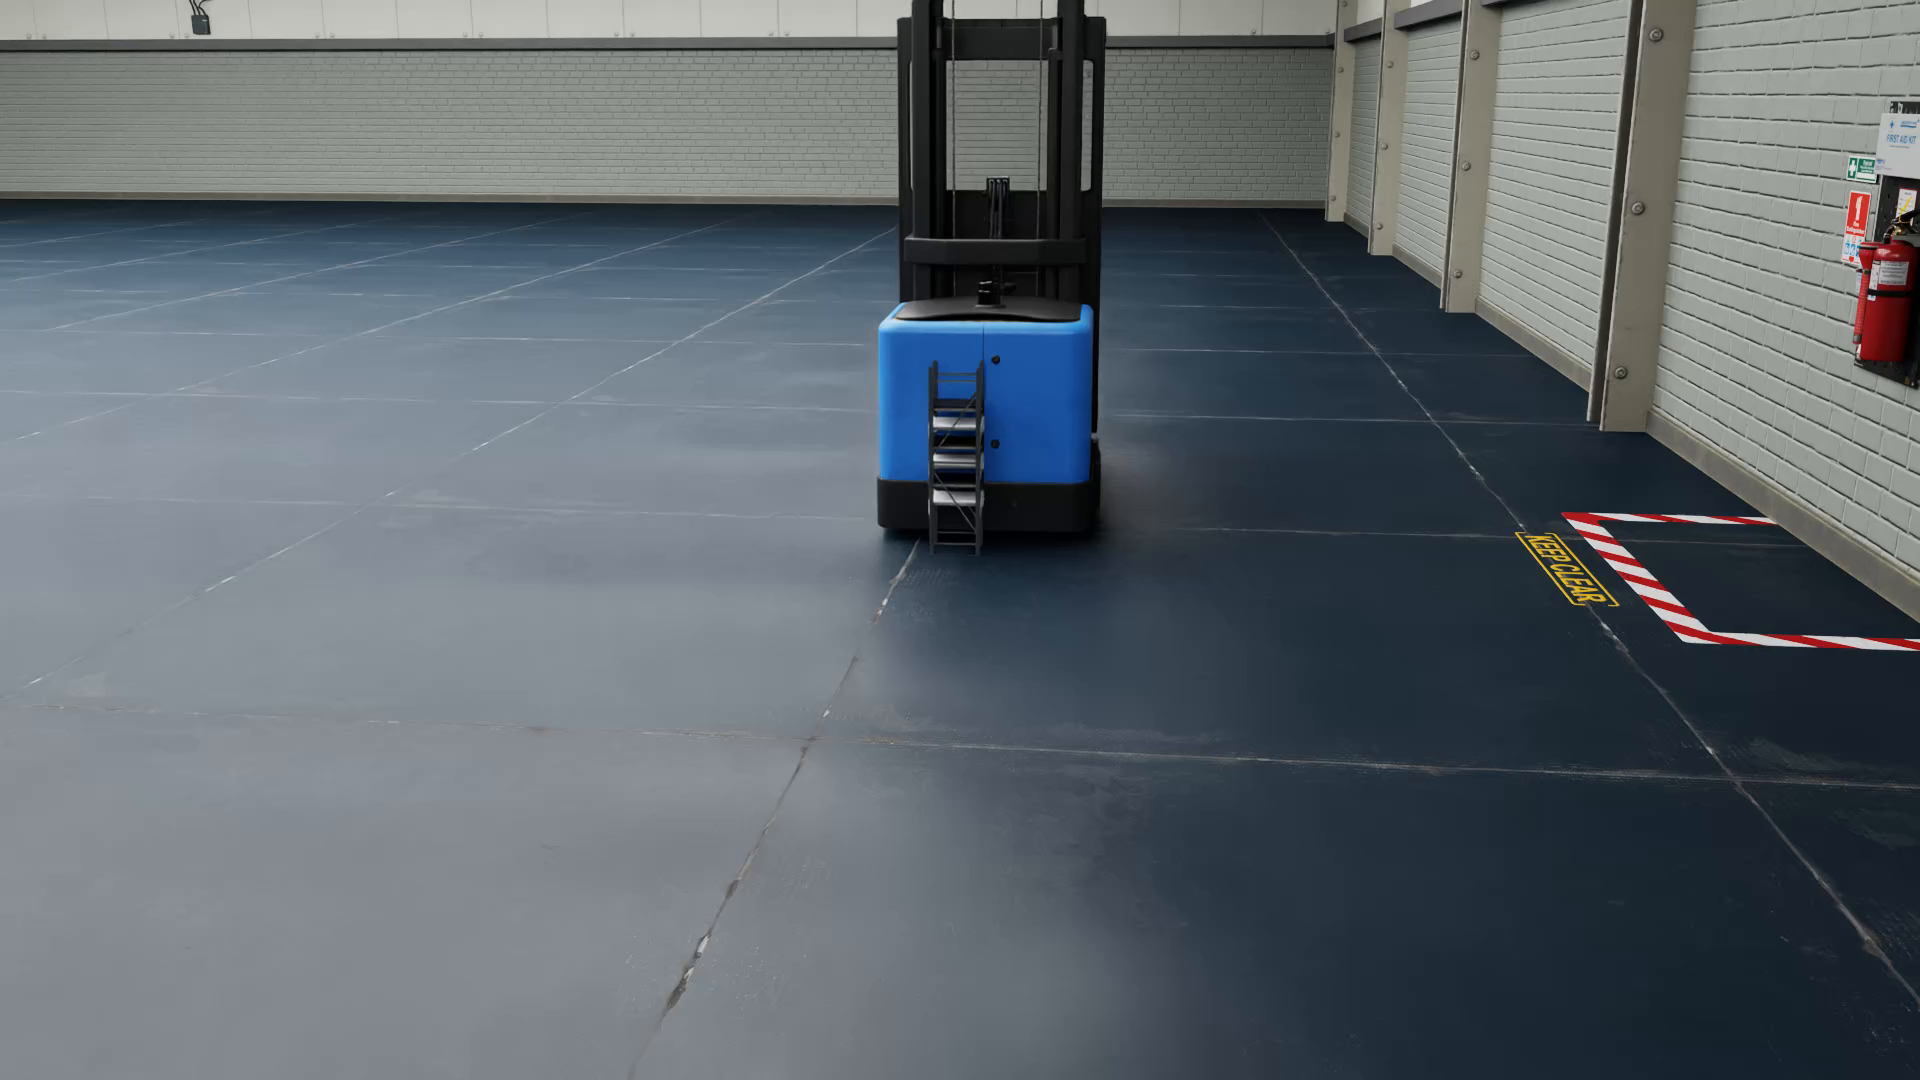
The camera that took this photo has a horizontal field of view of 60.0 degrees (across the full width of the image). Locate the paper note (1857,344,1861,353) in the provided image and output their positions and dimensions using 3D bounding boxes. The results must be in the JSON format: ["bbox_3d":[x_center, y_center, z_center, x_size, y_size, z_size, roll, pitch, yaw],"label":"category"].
[{"bbox_3d":[4.062,-0.903,7.444,0.016,0.148,0.142,2,15,6],"label":"paper note"}]

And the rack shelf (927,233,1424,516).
[{"bbox_3d":[3.845,-2.413,16.559,6.446,0.275,18.649,1,15,5],"label":"rack shelf"}]

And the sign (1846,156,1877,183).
[{"bbox_3d":[4.129,-1.697,7.609,0.001,0.109,0.331,2,15,6],"label":"sign"}]

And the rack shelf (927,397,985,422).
[{"bbox_3d":[-0.017,-0.612,7.795,0.258,0.077,0.200,1,15,5],"label":"rack shelf"}]

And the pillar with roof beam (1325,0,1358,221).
[{"bbox_3d":[2.087,-9.892,27.507,9.100,9.000,0.400,2,15,6],"label":"pillar with roof beam"}]

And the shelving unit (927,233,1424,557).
[{"bbox_3d":[3.845,-2.714,16.476,6.446,0.900,18.654,1,15,5],"label":"shelving unit"}]

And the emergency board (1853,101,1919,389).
[{"bbox_3d":[3.973,-1.285,7.167,0.194,1.169,0.643,2,15,6],"label":"emergency board"}]

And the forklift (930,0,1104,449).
[{"bbox_3d":[0.241,-1.784,9.143,1.121,2.935,3.031,1,15,5],"label":"forklift"}]

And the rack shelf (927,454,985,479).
[{"bbox_3d":[-0.017,-0.352,7.866,0.258,0.077,0.200,1,15,5],"label":"rack shelf"}]

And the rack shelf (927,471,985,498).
[{"bbox_3d":[-0.017,-0.265,7.889,0.258,0.077,0.200,1,15,5],"label":"rack shelf"}]

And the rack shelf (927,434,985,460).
[{"bbox_3d":[-0.017,-0.438,7.842,0.258,0.077,0.200,1,15,5],"label":"rack shelf"}]

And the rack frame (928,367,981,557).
[{"bbox_3d":[-0.025,-0.357,7.759,0.240,0.900,0.006,1,15,5],"label":"rack frame"}]
